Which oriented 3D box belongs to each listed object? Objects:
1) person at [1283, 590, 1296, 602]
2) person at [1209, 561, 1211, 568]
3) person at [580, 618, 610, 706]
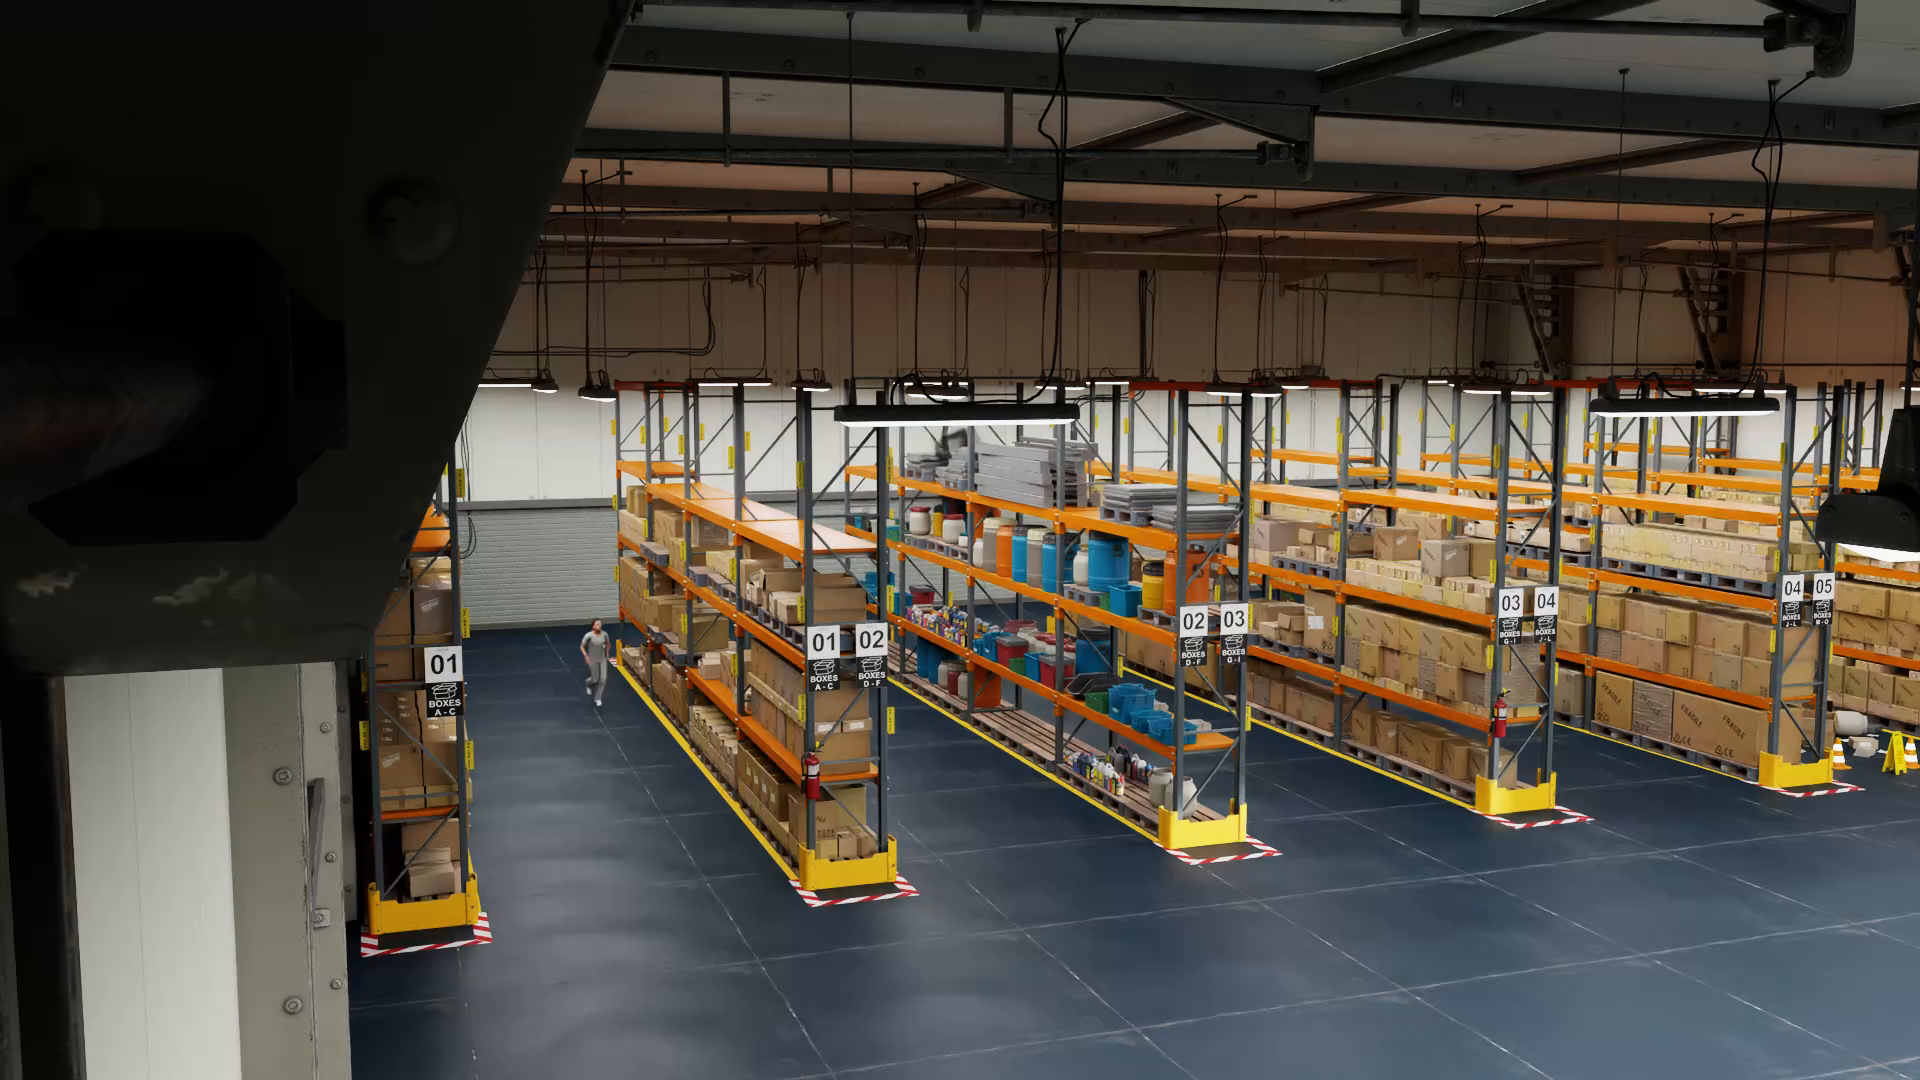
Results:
[{"bbox_3d":[8.660,0.801,43.935,0.632,1.801,0.714,6,8,44],"label":"person"},{"bbox_3d":[5.947,1.287,40.283,0.651,1.613,0.664,5,8,39],"label":"person"},{"bbox_3d":[-6.813,2.253,31.111,0.578,1.625,0.616,-4,7,-31],"label":"person"}]
